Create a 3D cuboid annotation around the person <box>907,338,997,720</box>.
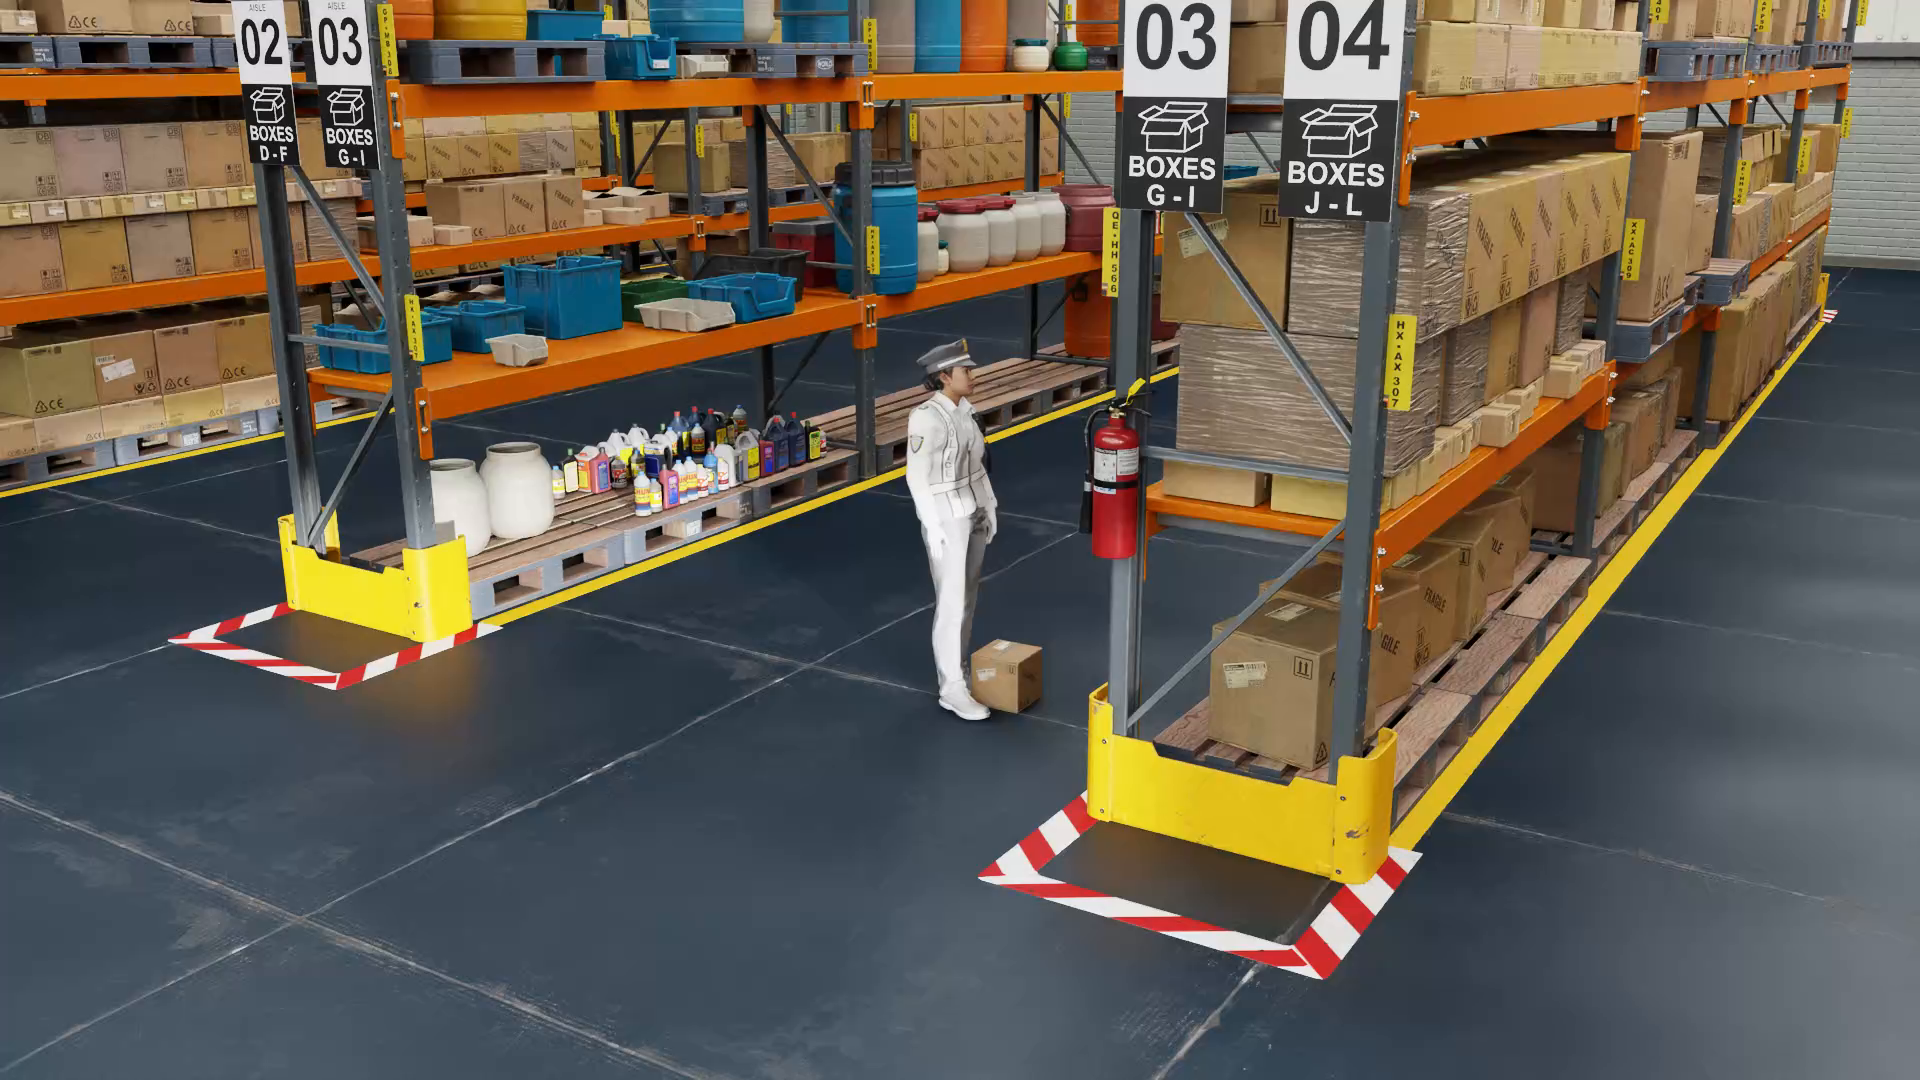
[{"bbox_3d":[0.031,-0.083,7.727,0.531,1.695,0.587,10,19,30],"label":"person"}]
